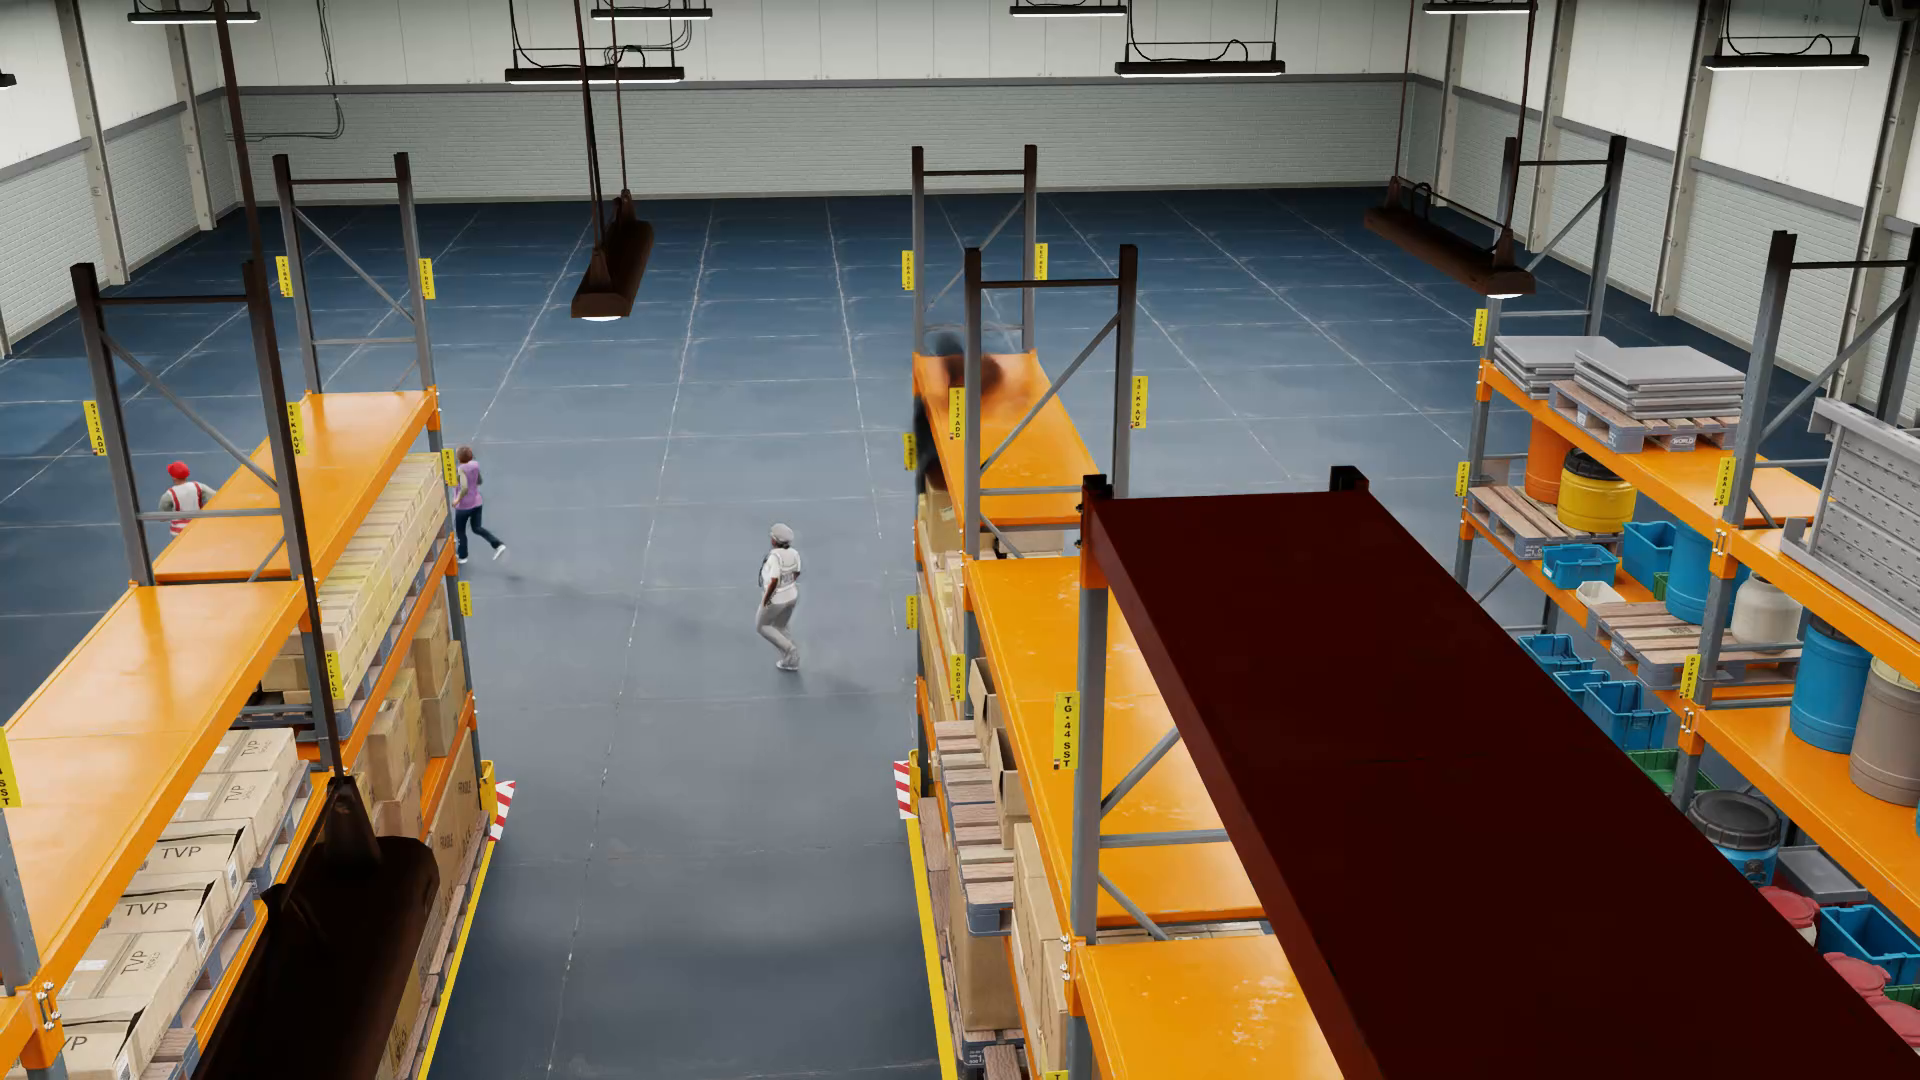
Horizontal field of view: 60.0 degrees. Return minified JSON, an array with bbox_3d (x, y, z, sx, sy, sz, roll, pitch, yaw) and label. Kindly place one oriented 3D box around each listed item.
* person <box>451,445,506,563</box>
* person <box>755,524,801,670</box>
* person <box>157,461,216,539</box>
[{"bbox_3d":[-6.028,-0.400,20.499,0.869,1.577,0.545,10,24,23],"label":"person"},{"bbox_3d":[-1.961,0.617,17.849,0.495,1.664,0.586,14,26,32],"label":"person"},{"bbox_3d":[-8.946,-0.071,19.312,0.990,1.781,0.660,14,25,31],"label":"person"}]
